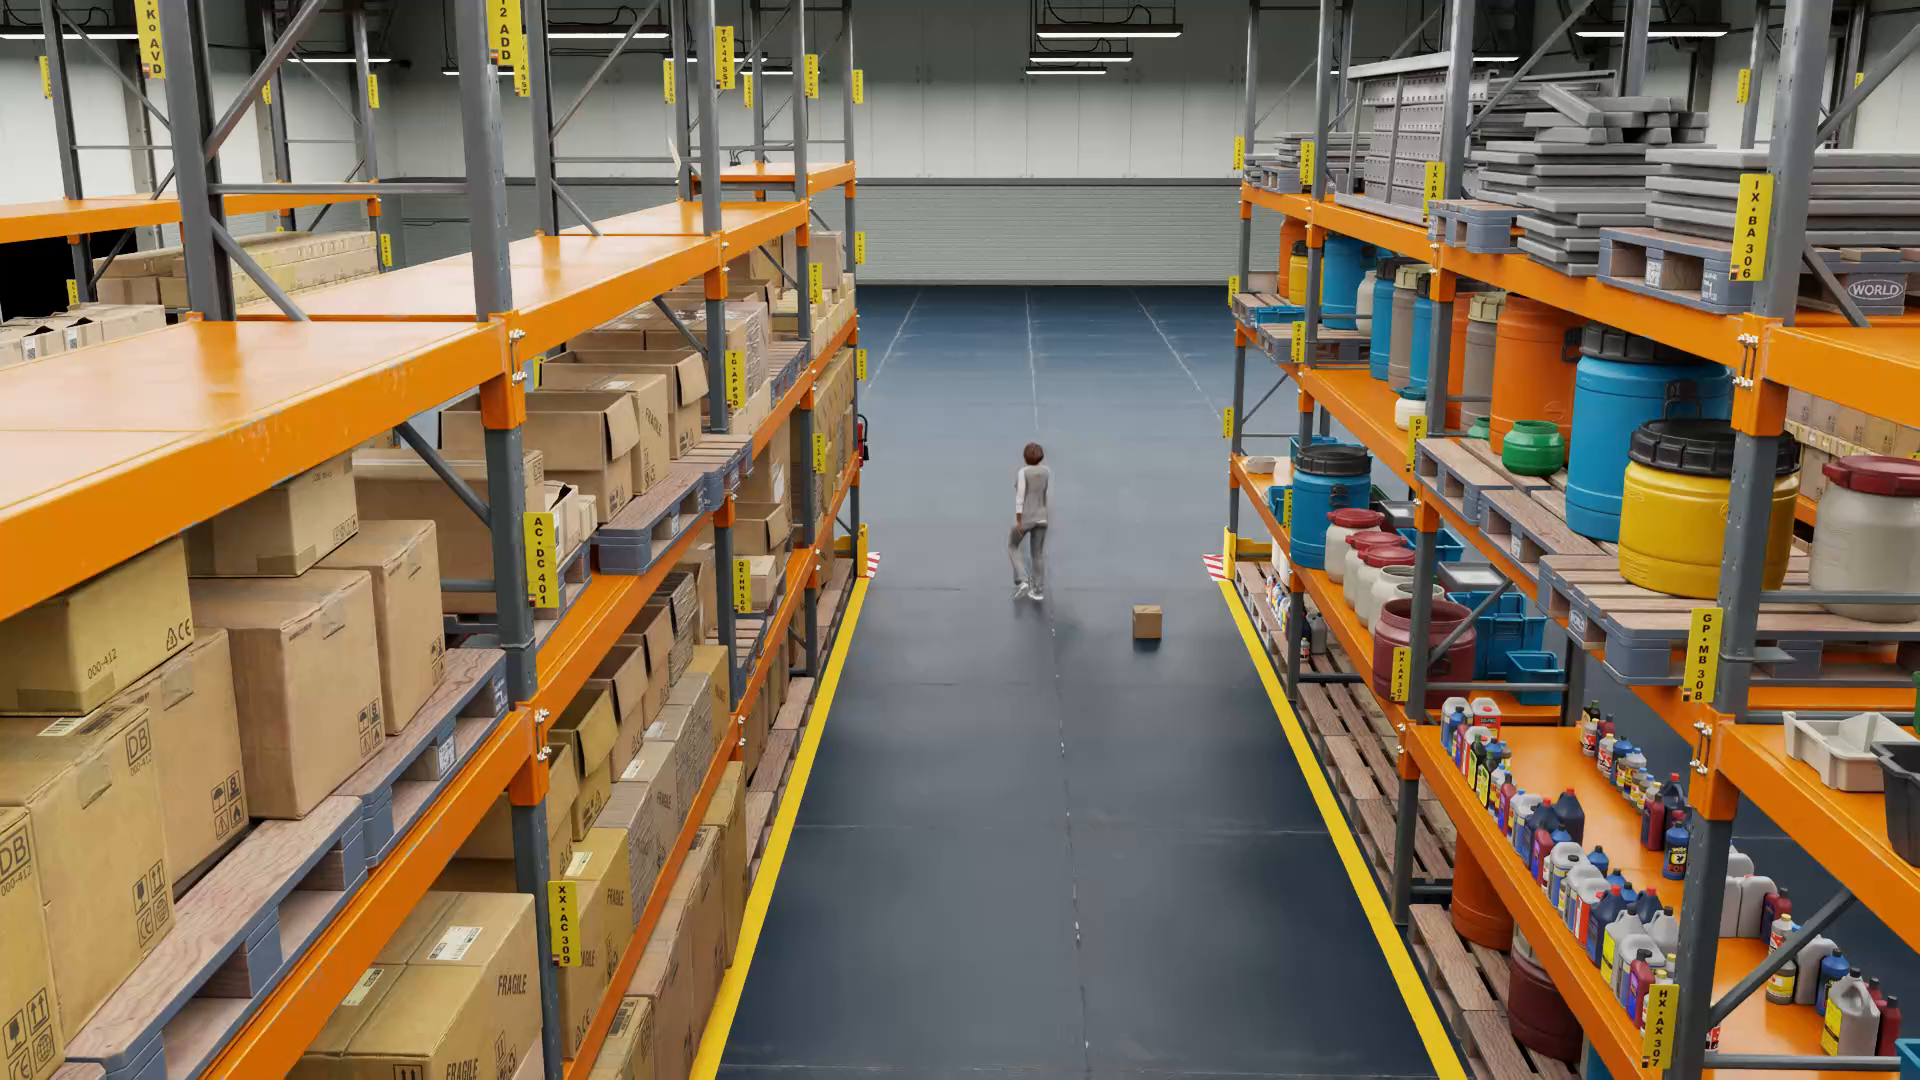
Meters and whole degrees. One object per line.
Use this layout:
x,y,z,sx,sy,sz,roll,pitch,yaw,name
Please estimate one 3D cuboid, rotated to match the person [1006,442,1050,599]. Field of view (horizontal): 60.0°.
0.710,-0.180,16.691,0.422,1.622,0.449,-7,16,-25,person
